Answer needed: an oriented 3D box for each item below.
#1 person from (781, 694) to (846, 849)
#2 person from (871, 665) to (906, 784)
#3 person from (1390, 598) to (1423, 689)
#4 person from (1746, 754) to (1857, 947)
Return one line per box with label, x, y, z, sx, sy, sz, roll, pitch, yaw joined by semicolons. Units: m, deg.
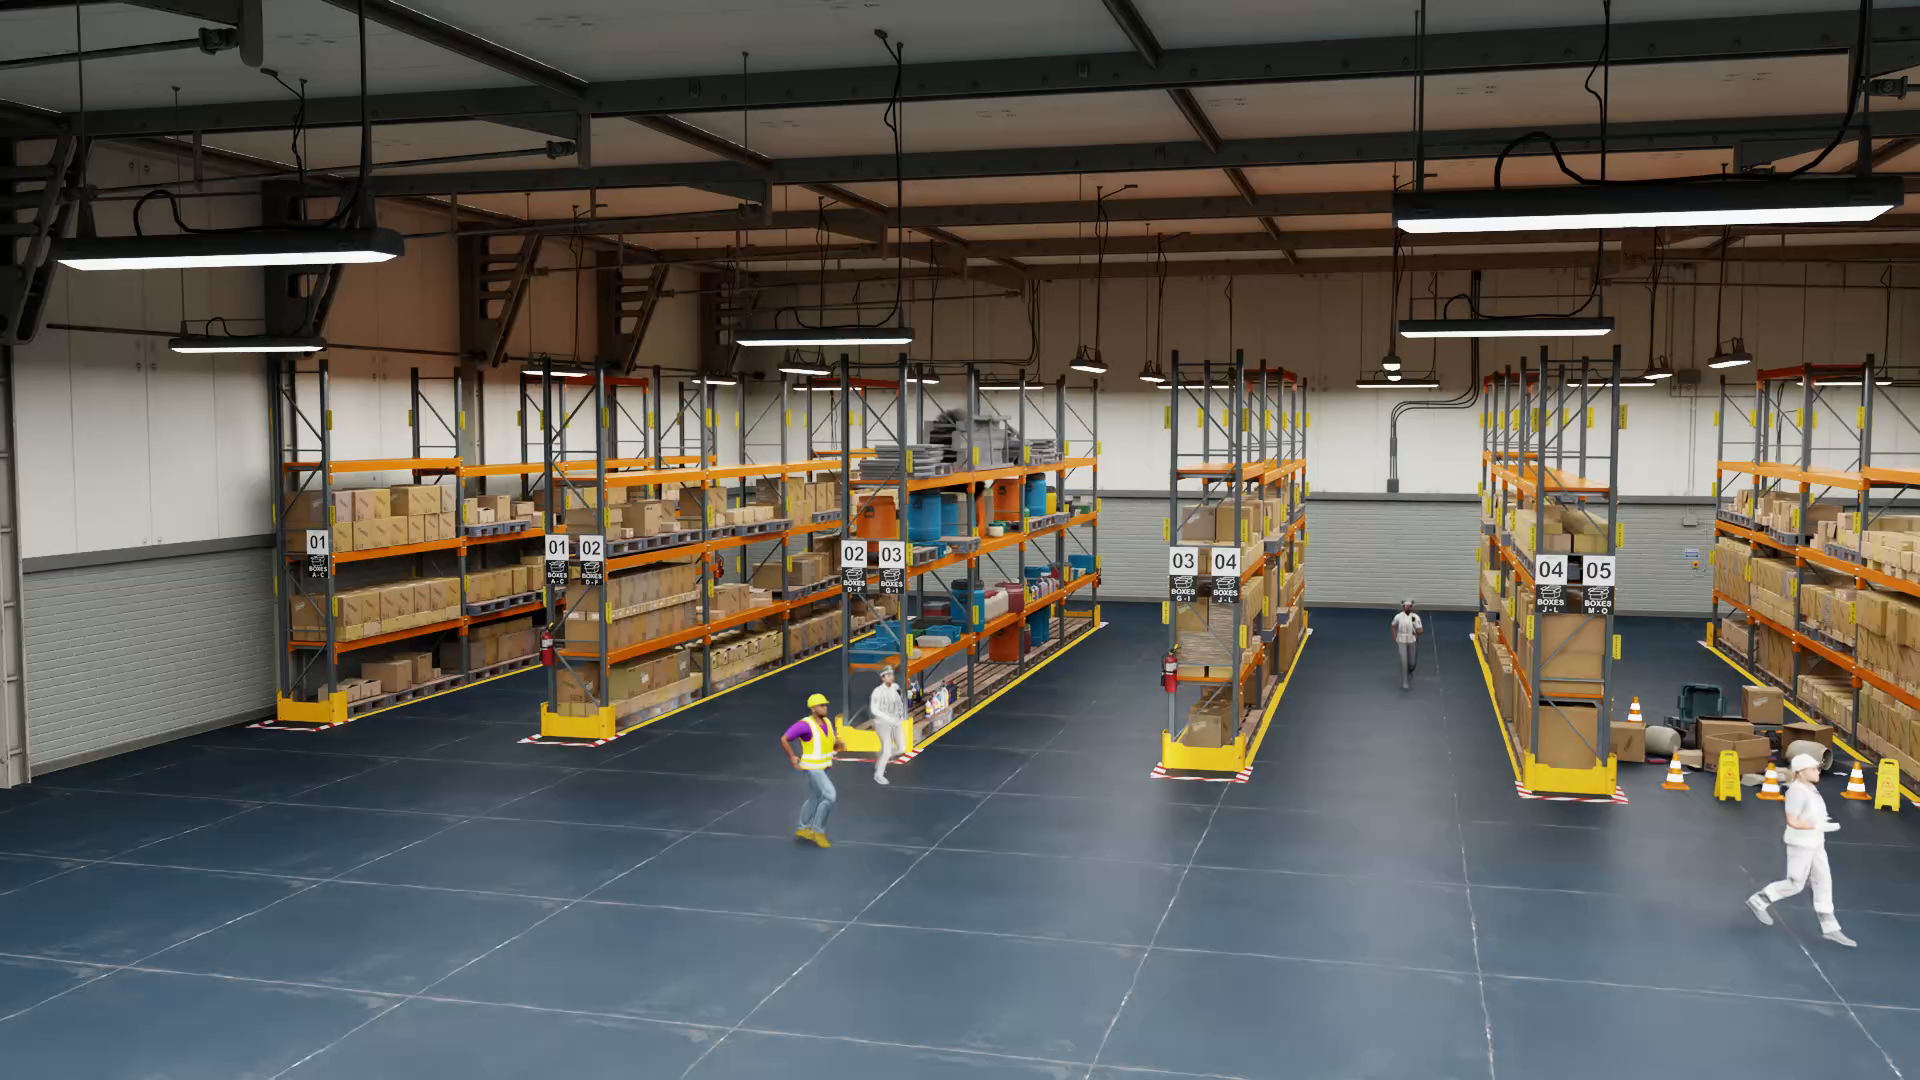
person;-1.666;2.713;19.596;0.701;1.806;0.685;2;5;27
person;-0.963;2.537;22.933;0.650;1.661;0.603;-4;6;-42
person;8.384;1.921;31.223;0.588;1.667;0.796;1;4;10
person;8.095;2.939;15.965;0.656;1.786;0.987;-4;6;-44
